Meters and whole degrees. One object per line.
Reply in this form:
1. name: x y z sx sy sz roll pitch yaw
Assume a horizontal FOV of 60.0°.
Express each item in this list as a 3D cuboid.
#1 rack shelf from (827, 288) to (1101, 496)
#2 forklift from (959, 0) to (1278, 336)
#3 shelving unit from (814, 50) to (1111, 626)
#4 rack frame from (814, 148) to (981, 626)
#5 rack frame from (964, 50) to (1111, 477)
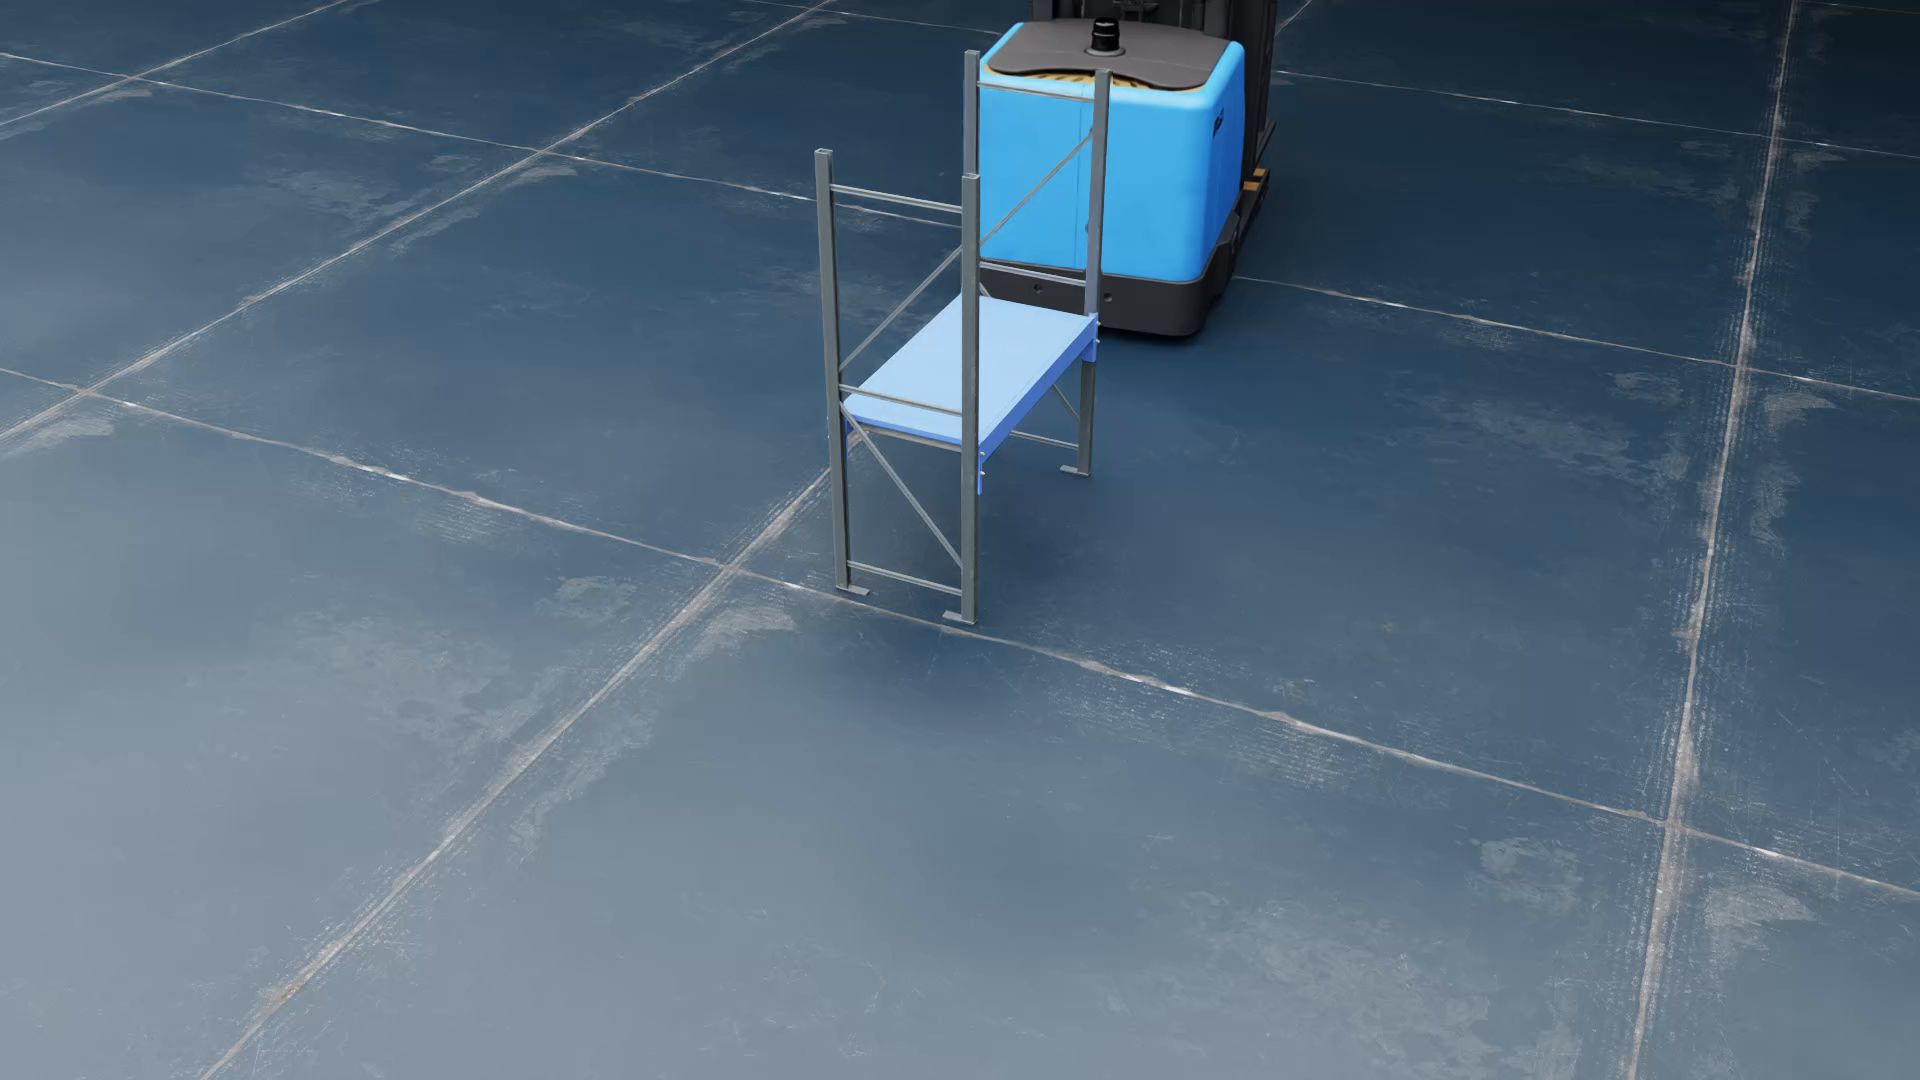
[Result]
1. rack shelf: 0.036 -0.519 5.502 0.538 0.185 1.000 14 36 20
2. forklift: 0.923 -2.876 7.462 1.130 2.935 3.031 10 34 14
3. shelving unit: 0.036 -0.670 5.404 0.538 1.500 1.048 14 36 20
4. rack frame: -0.177 -0.417 5.017 0.500 1.500 0.032 14 36 20
5. rack frame: 0.248 -0.923 5.790 0.500 1.500 0.032 14 36 20
